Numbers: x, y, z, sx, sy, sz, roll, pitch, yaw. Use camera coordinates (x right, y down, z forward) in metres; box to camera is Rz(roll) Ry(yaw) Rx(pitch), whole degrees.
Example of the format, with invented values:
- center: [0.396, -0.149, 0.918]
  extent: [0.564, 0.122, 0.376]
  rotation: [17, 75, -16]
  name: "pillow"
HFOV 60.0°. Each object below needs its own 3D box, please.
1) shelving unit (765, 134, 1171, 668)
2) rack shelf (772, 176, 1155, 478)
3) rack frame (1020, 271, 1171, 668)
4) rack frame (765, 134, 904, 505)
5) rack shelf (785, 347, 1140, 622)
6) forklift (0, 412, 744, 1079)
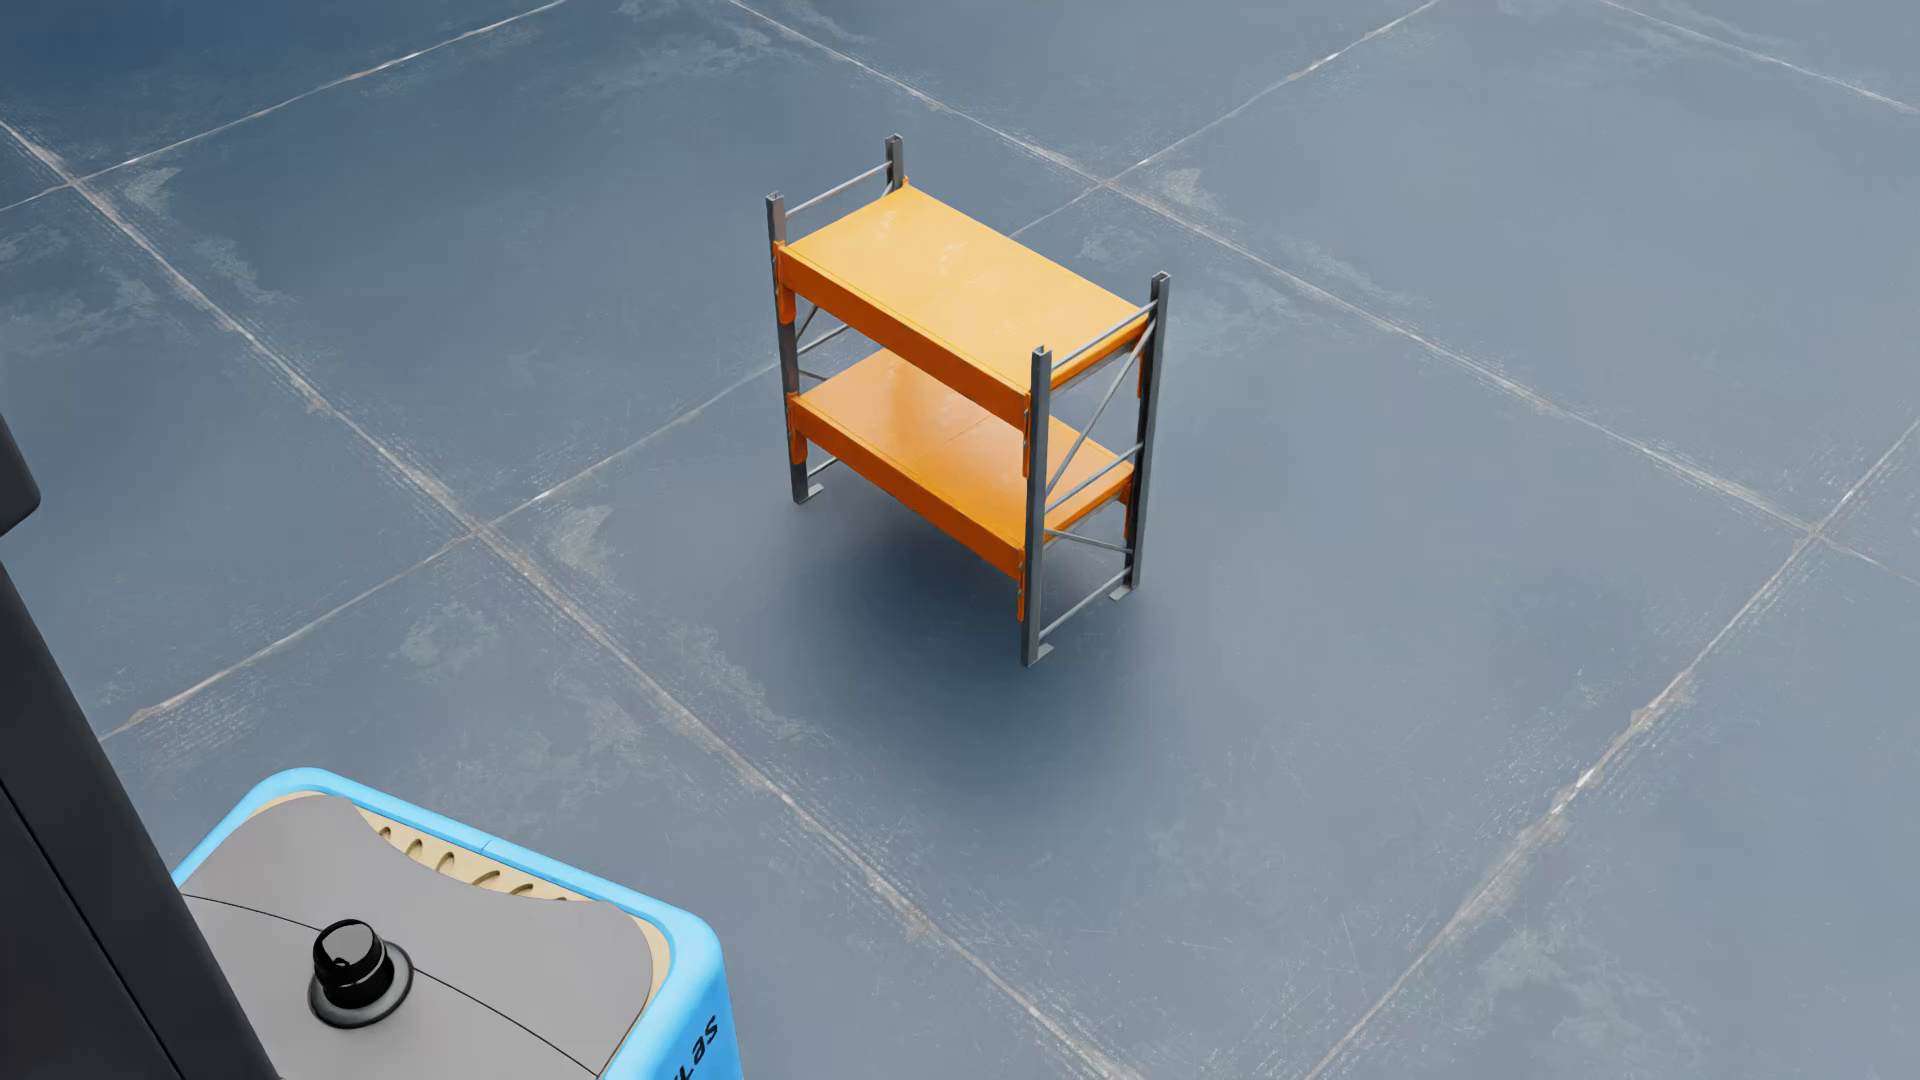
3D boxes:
- center: [0.005, -0.410, 4.865]
  extent: [0.538, 1.125, 1.048]
  rotation: [-34, 53, -31]
  name: "shelving unit"
- center: [0.005, -0.625, 4.666]
  extent: [0.538, 0.278, 1.000]
  rotation: [-34, 53, -31]
  name: "rack shelf"
- center: [0.364, -0.166, 4.600]
  extent: [0.500, 1.125, 0.032]
  rotation: [-34, 53, -31]
  name: "rack frame"
- center: [-0.354, -0.654, 5.129]
  extent: [0.500, 1.125, 0.032]
  rotation: [-34, 53, -31]
  name: "rack frame"
- center: [0.005, -0.230, 5.031]
  extent: [0.538, 0.278, 1.000]
  rotation: [-34, 53, -31]
  name: "rack shelf"
- center: [-1.461, 1.179, 1.814]
  extent: [1.130, 2.935, 3.031]
  rotation: [17, 45, 17]
  name: "forklift"
